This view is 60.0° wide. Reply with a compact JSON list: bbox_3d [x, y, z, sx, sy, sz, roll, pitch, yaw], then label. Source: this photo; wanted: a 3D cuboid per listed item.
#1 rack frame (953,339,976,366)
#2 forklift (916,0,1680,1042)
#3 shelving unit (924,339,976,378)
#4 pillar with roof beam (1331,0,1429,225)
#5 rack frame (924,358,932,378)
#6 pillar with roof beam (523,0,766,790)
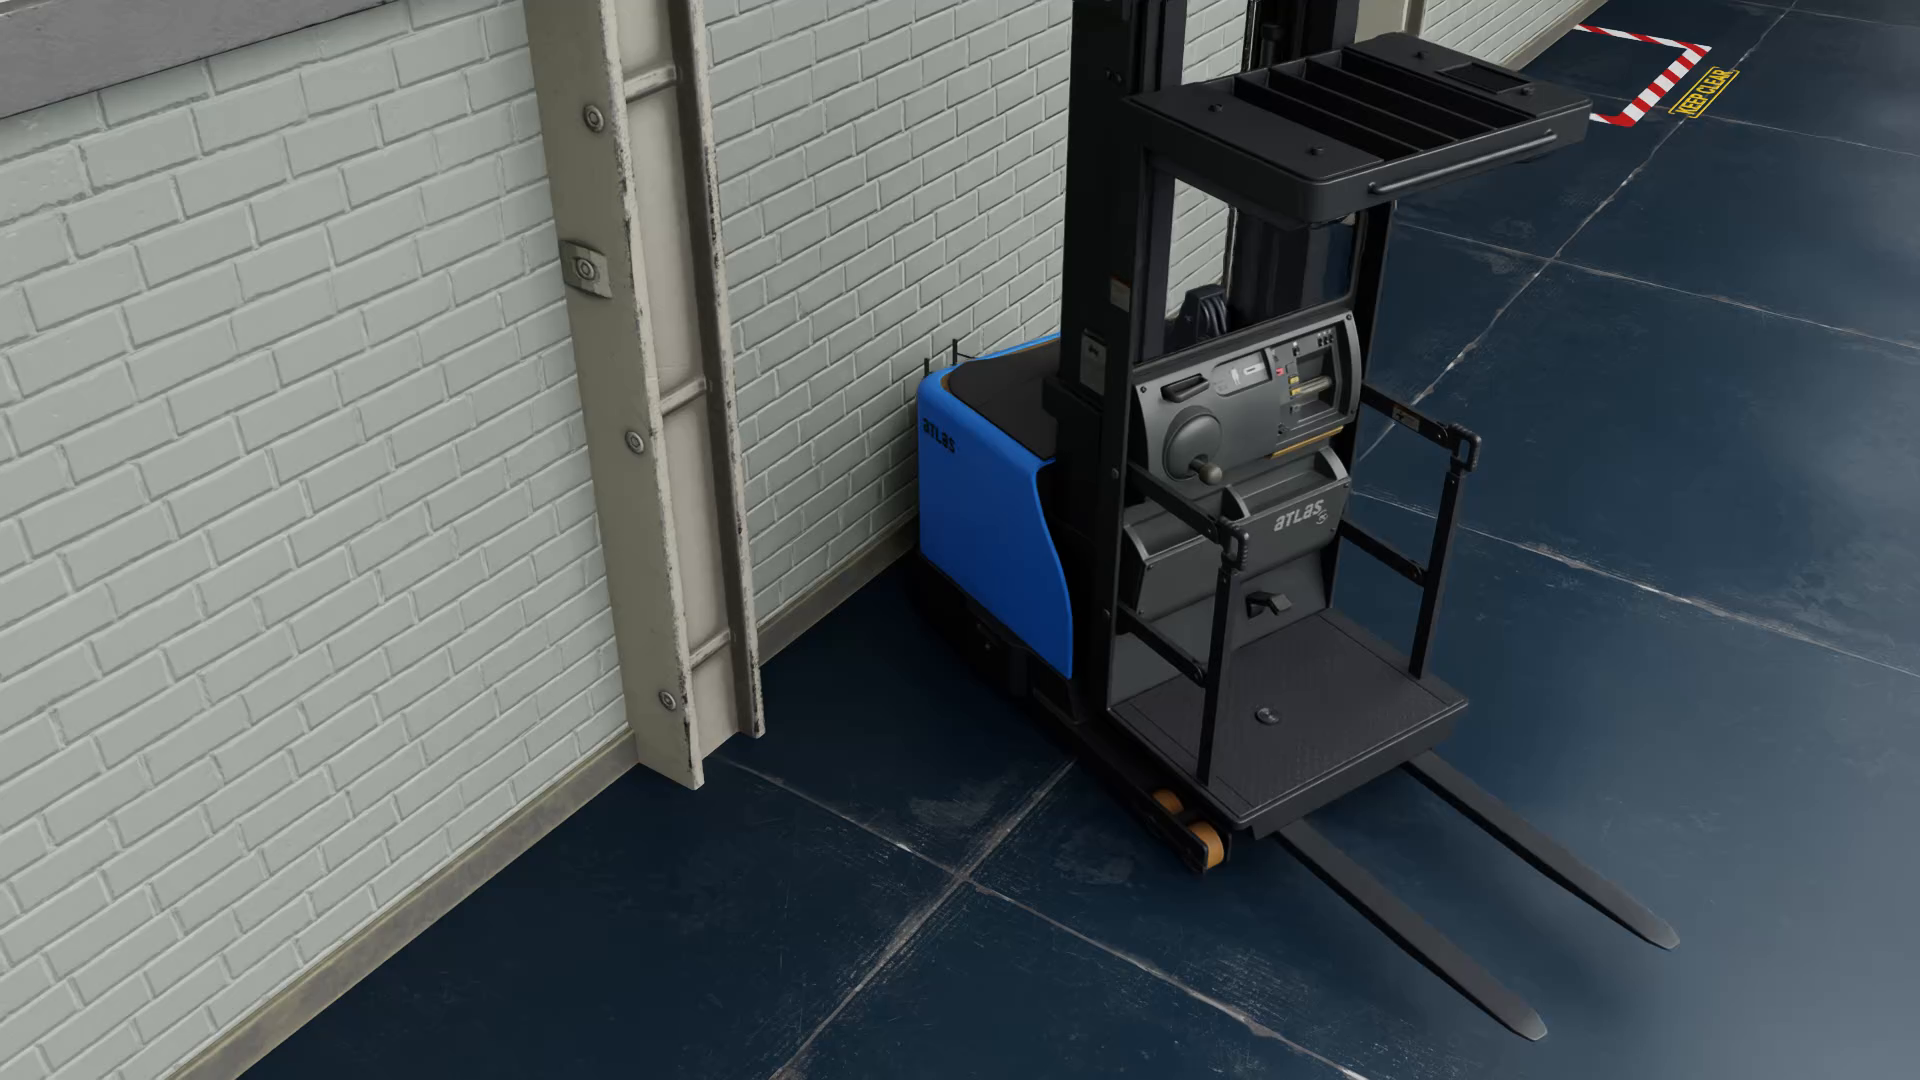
[{"bbox_3d":[0.070,-0.421,7.070,0.240,0.900,0.006,21,39,28],"label":"rack frame"},{"bbox_3d":[1.065,-0.407,5.235,1.130,2.935,3.031,-21,39,-28],"label":"forklift"},{"bbox_3d":[0.013,-0.374,7.000,0.258,0.900,0.210,21,39,28],"label":"shelving unit"},{"bbox_3d":[5.998,-4.360,5.664,9.100,9.000,0.400,21,39,28],"label":"pillar with roof beam"},{"bbox_3d":[-0.044,-0.327,6.931,0.240,0.900,0.006,21,39,28],"label":"rack frame"},{"bbox_3d":[2.577,-1.599,1.581,9.100,9.000,0.400,21,39,28],"label":"pillar with roof beam"}]
